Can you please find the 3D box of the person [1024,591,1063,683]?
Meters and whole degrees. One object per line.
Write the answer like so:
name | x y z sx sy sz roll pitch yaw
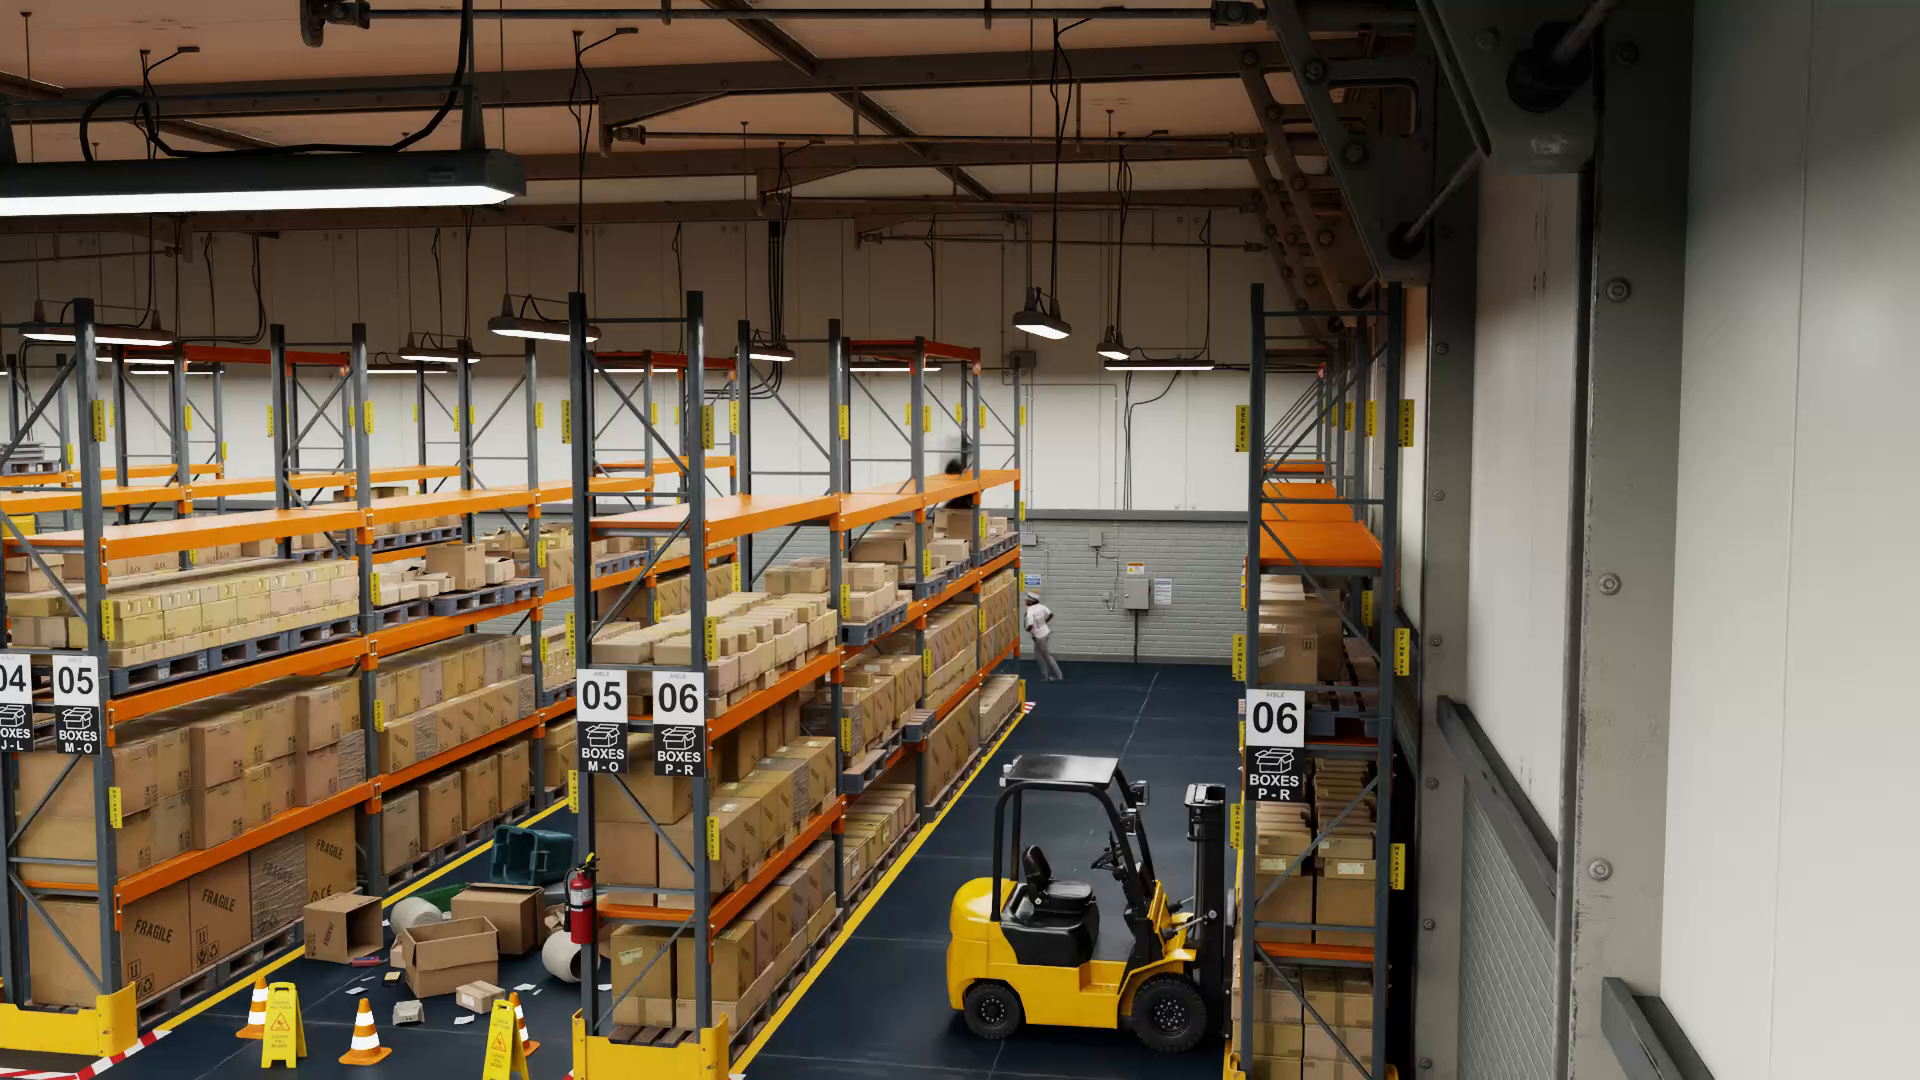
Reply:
person | 1.452 1.744 29.340 0.581 1.701 0.742 3 5 32
